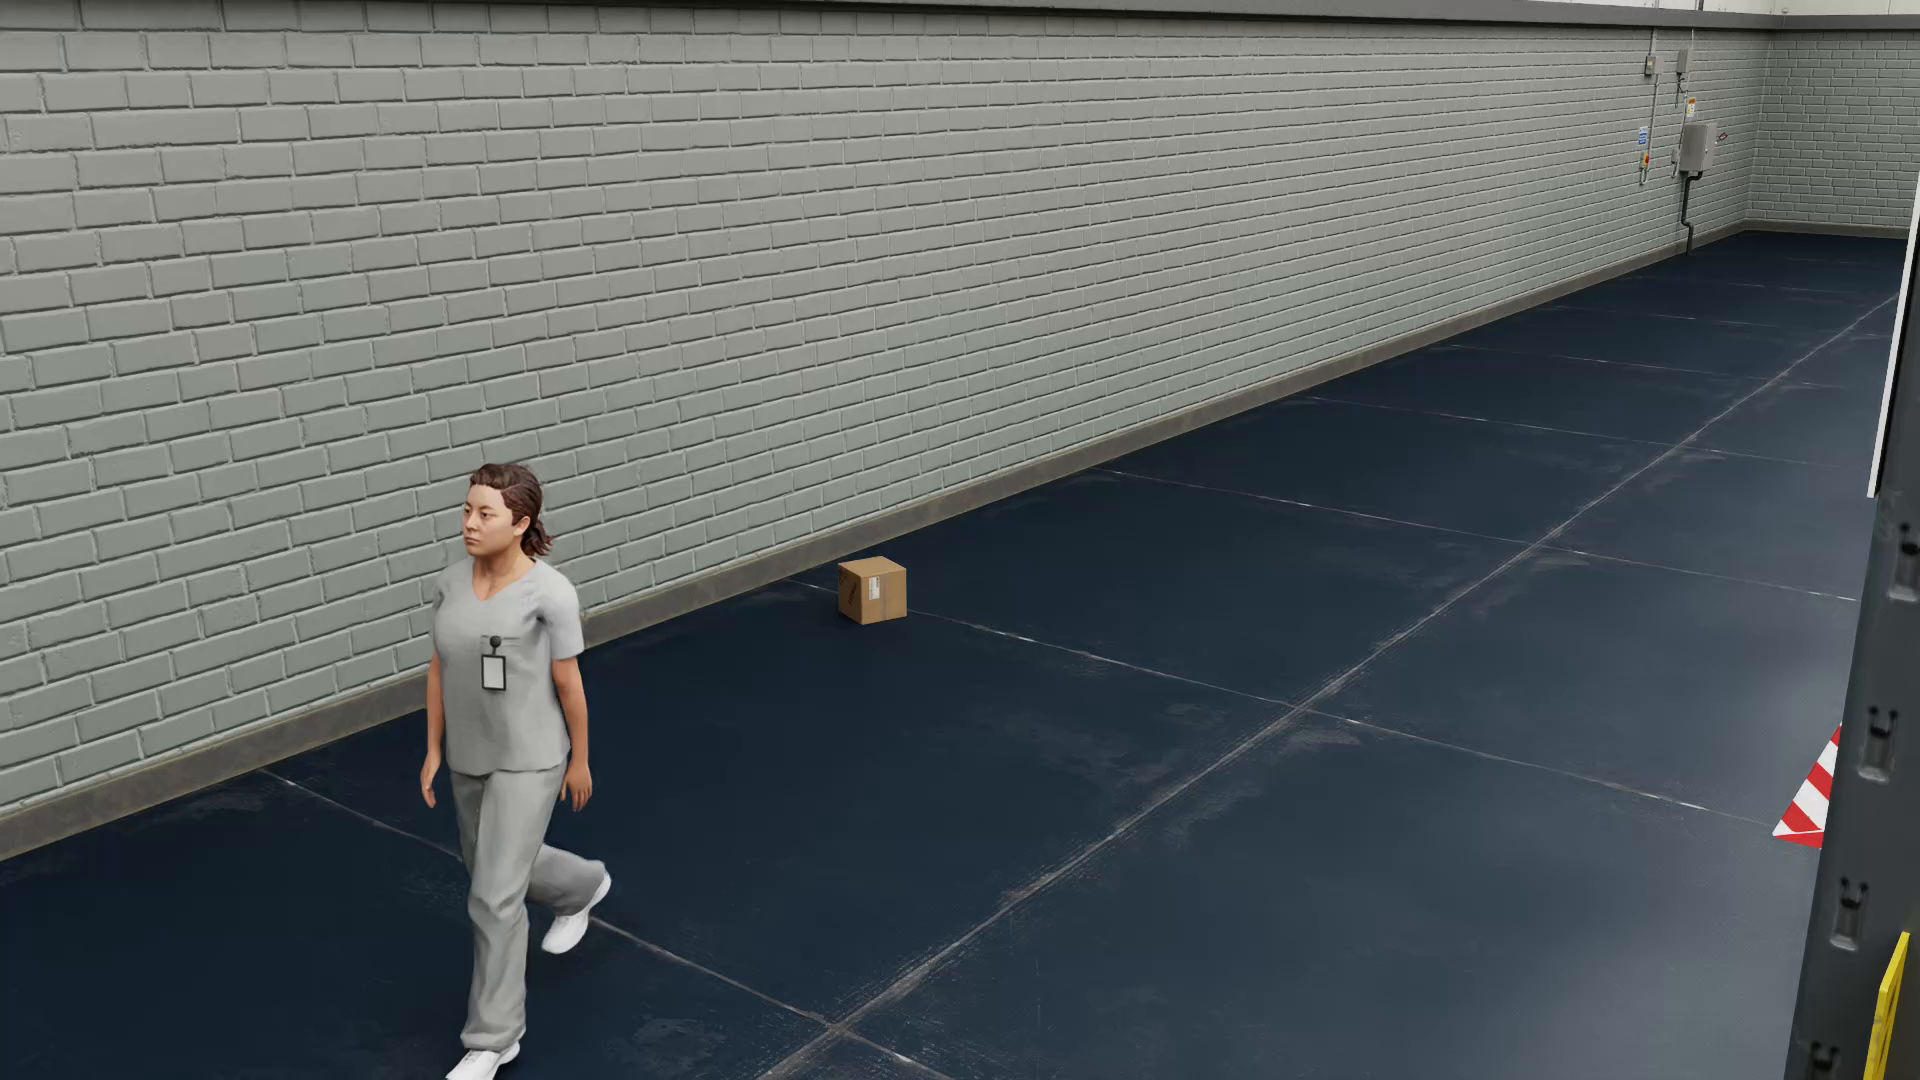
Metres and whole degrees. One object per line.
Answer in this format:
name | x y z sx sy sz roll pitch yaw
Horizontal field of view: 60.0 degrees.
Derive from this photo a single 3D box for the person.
person | -1.232 0.584 4.572 0.446 1.635 0.907 7 18 23
